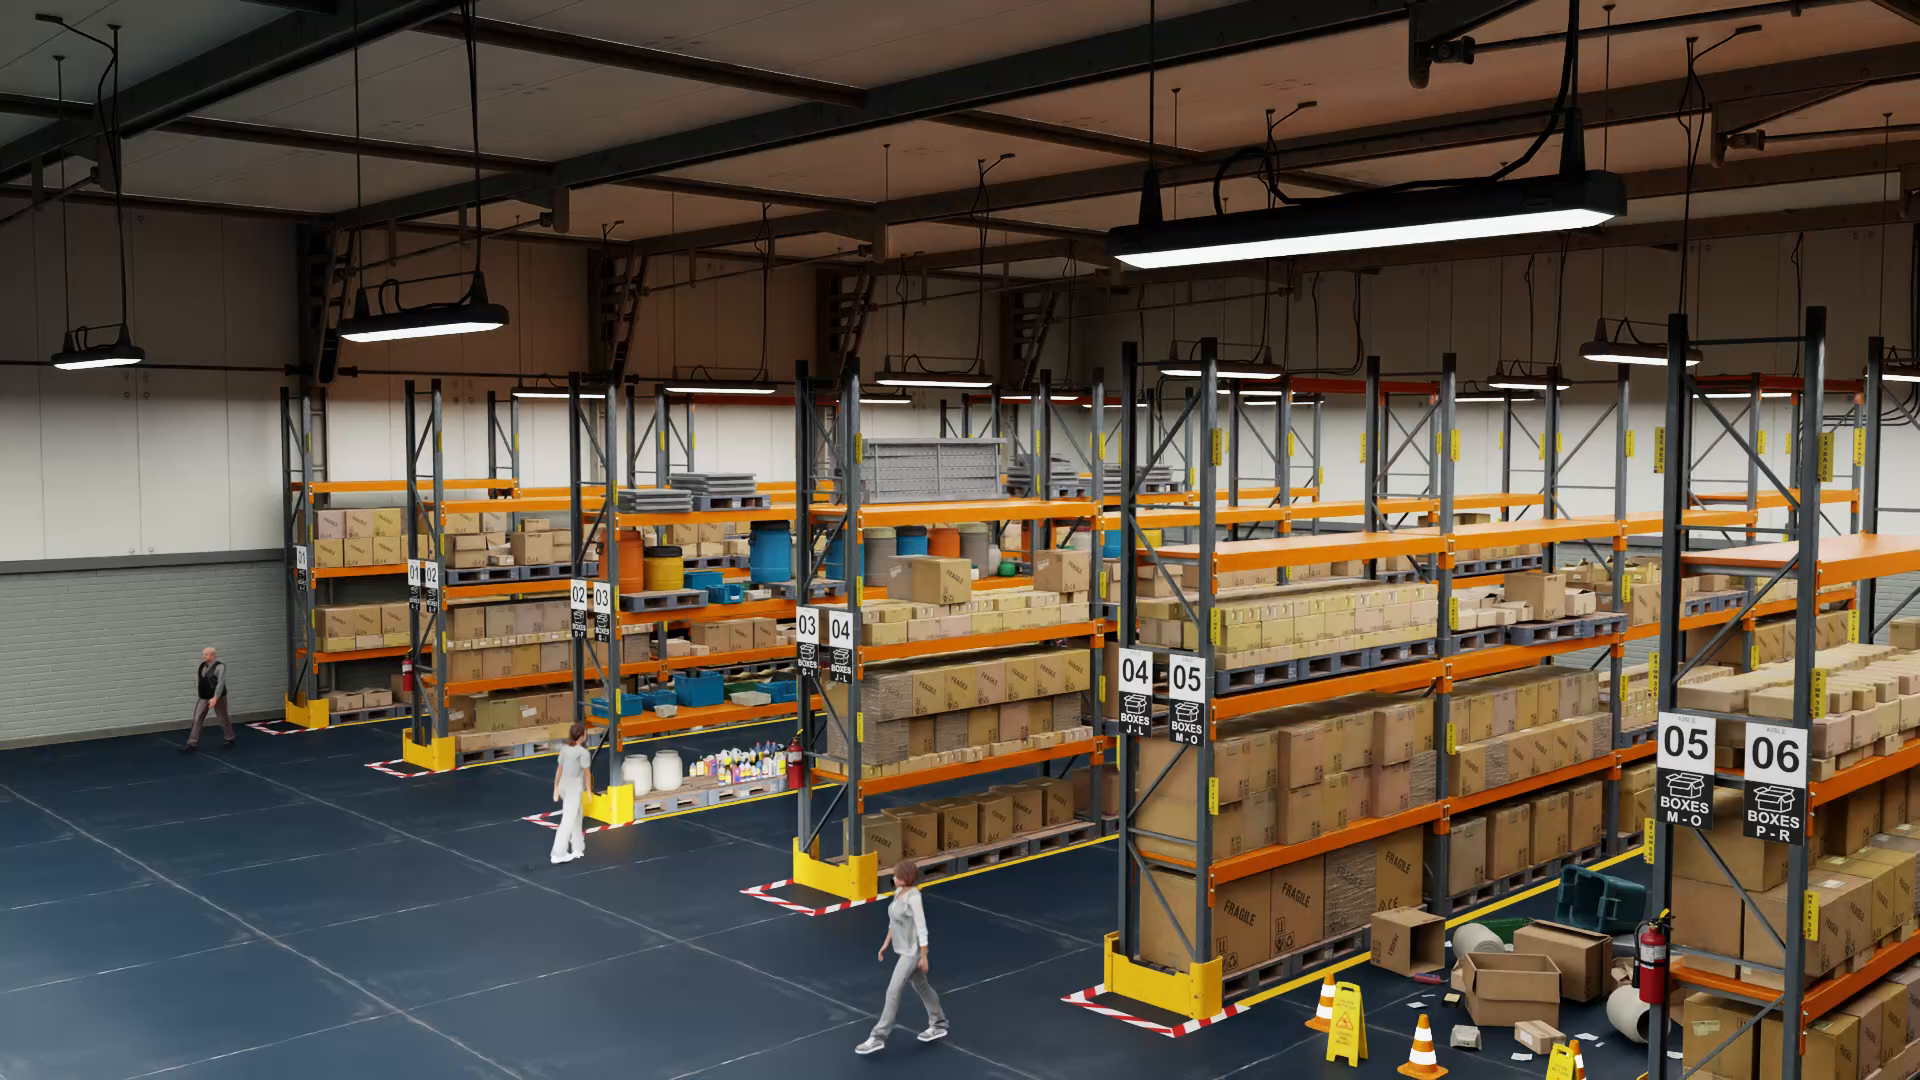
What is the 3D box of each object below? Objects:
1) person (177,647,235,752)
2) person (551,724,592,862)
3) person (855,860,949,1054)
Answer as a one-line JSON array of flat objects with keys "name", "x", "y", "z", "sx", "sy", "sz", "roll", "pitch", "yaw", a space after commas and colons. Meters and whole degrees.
[{"name": "person", "x": -12.213, "y": 2.573, "z": 27.047, "sx": 0.557, "sy": 1.665, "sz": 0.985, "roll": 1, "pitch": 4, "yaw": 11}, {"name": "person", "x": -4.672, "y": 3.091, "z": 20.061, "sx": 0.453, "sy": 1.687, "sz": 0.593, "roll": 3, "pitch": 5, "yaw": 42}, {"name": "person", "x": -0.499, "y": 3.467, "z": 13.981, "sx": 0.856, "sy": 1.563, "sz": 0.448, "roll": -1, "pitch": 4, "yaw": -15}]
